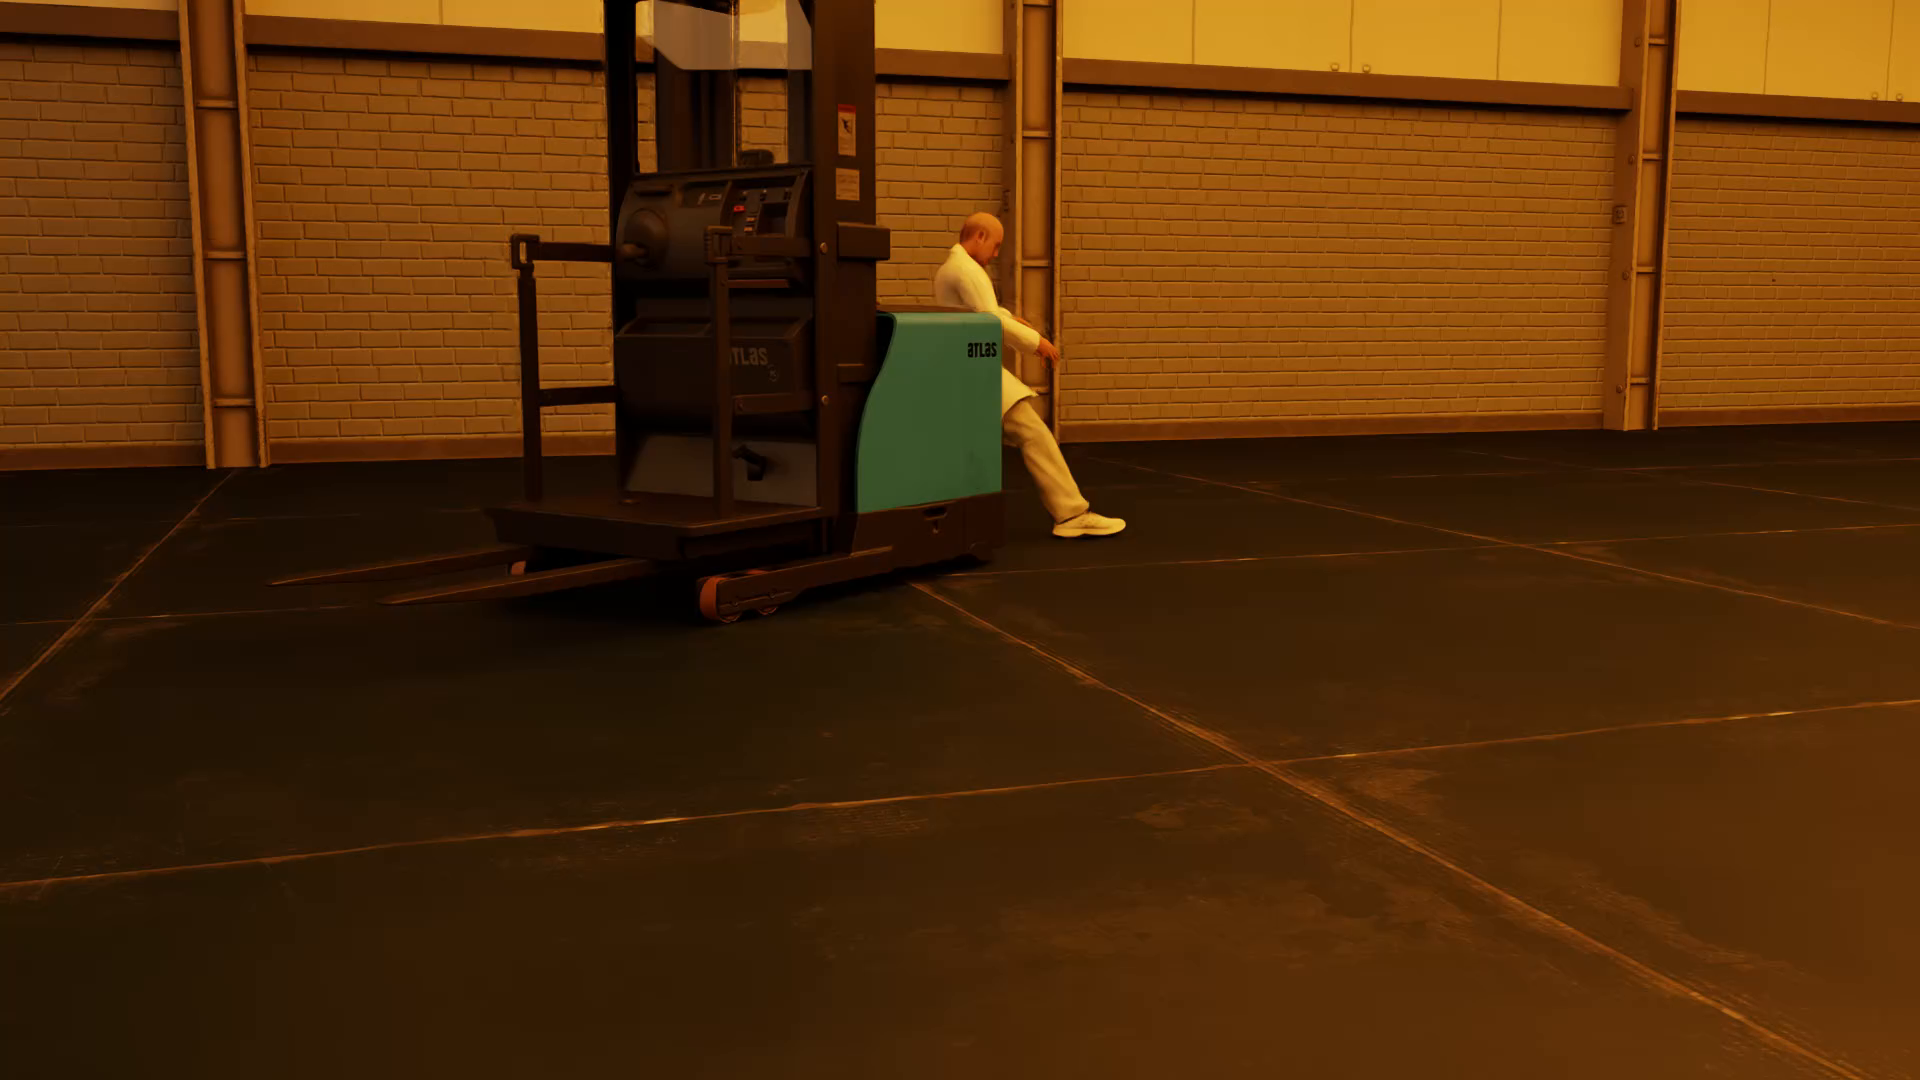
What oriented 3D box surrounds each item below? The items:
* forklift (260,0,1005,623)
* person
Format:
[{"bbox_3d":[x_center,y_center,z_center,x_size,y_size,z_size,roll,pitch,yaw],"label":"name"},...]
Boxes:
[{"bbox_3d":[-1.070,-1.235,6.128,1.130,2.935,3.031,6,9,35],"label":"forklift"},{"bbox_3d":[0.180,-0.853,8.399,1.023,1.575,1.268,-2,8,-13],"label":"person"}]
